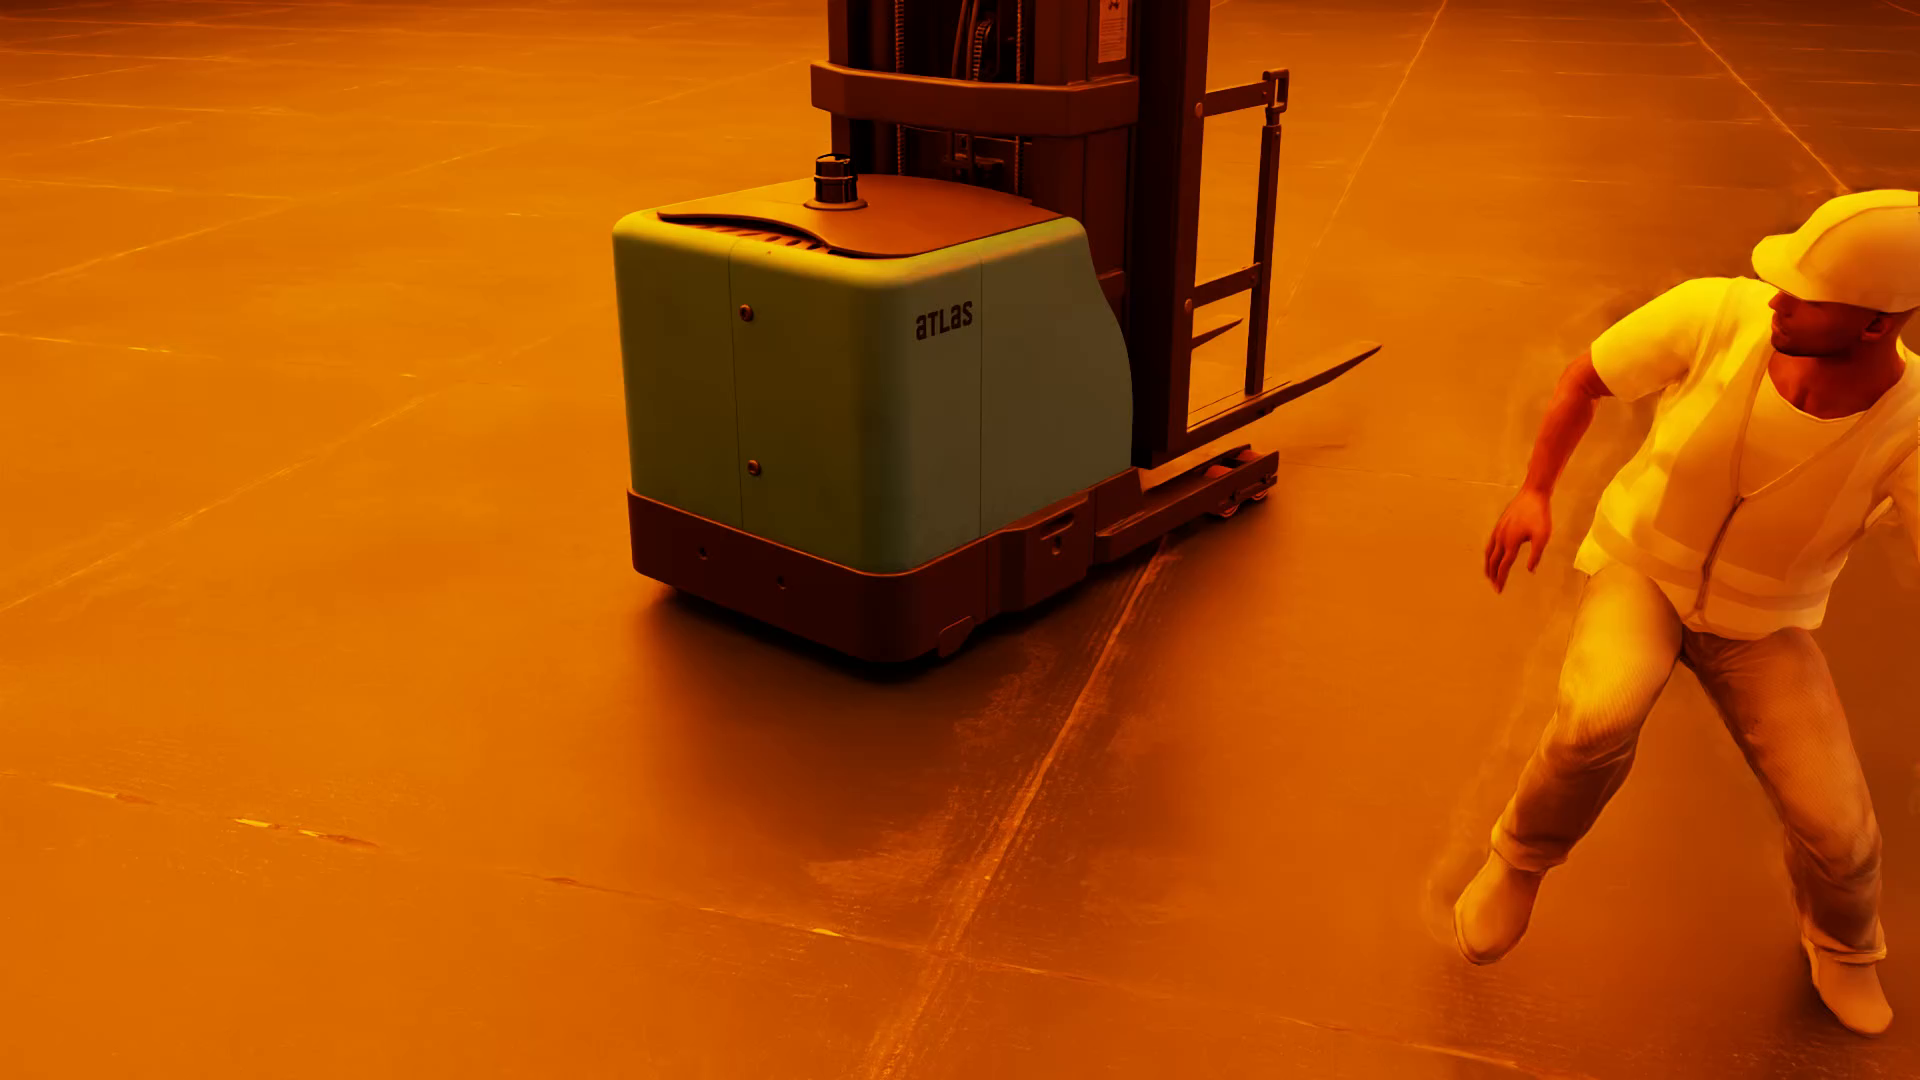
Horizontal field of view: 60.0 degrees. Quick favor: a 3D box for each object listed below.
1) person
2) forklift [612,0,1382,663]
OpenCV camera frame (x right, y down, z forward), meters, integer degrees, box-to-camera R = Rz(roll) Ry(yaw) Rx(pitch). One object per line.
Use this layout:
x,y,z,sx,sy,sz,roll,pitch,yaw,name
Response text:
1.325,0.141,2.873,0.835,1.523,0.683,9,24,20,person
0.389,-1.534,4.996,1.130,2.935,3.031,18,28,36,forklift
